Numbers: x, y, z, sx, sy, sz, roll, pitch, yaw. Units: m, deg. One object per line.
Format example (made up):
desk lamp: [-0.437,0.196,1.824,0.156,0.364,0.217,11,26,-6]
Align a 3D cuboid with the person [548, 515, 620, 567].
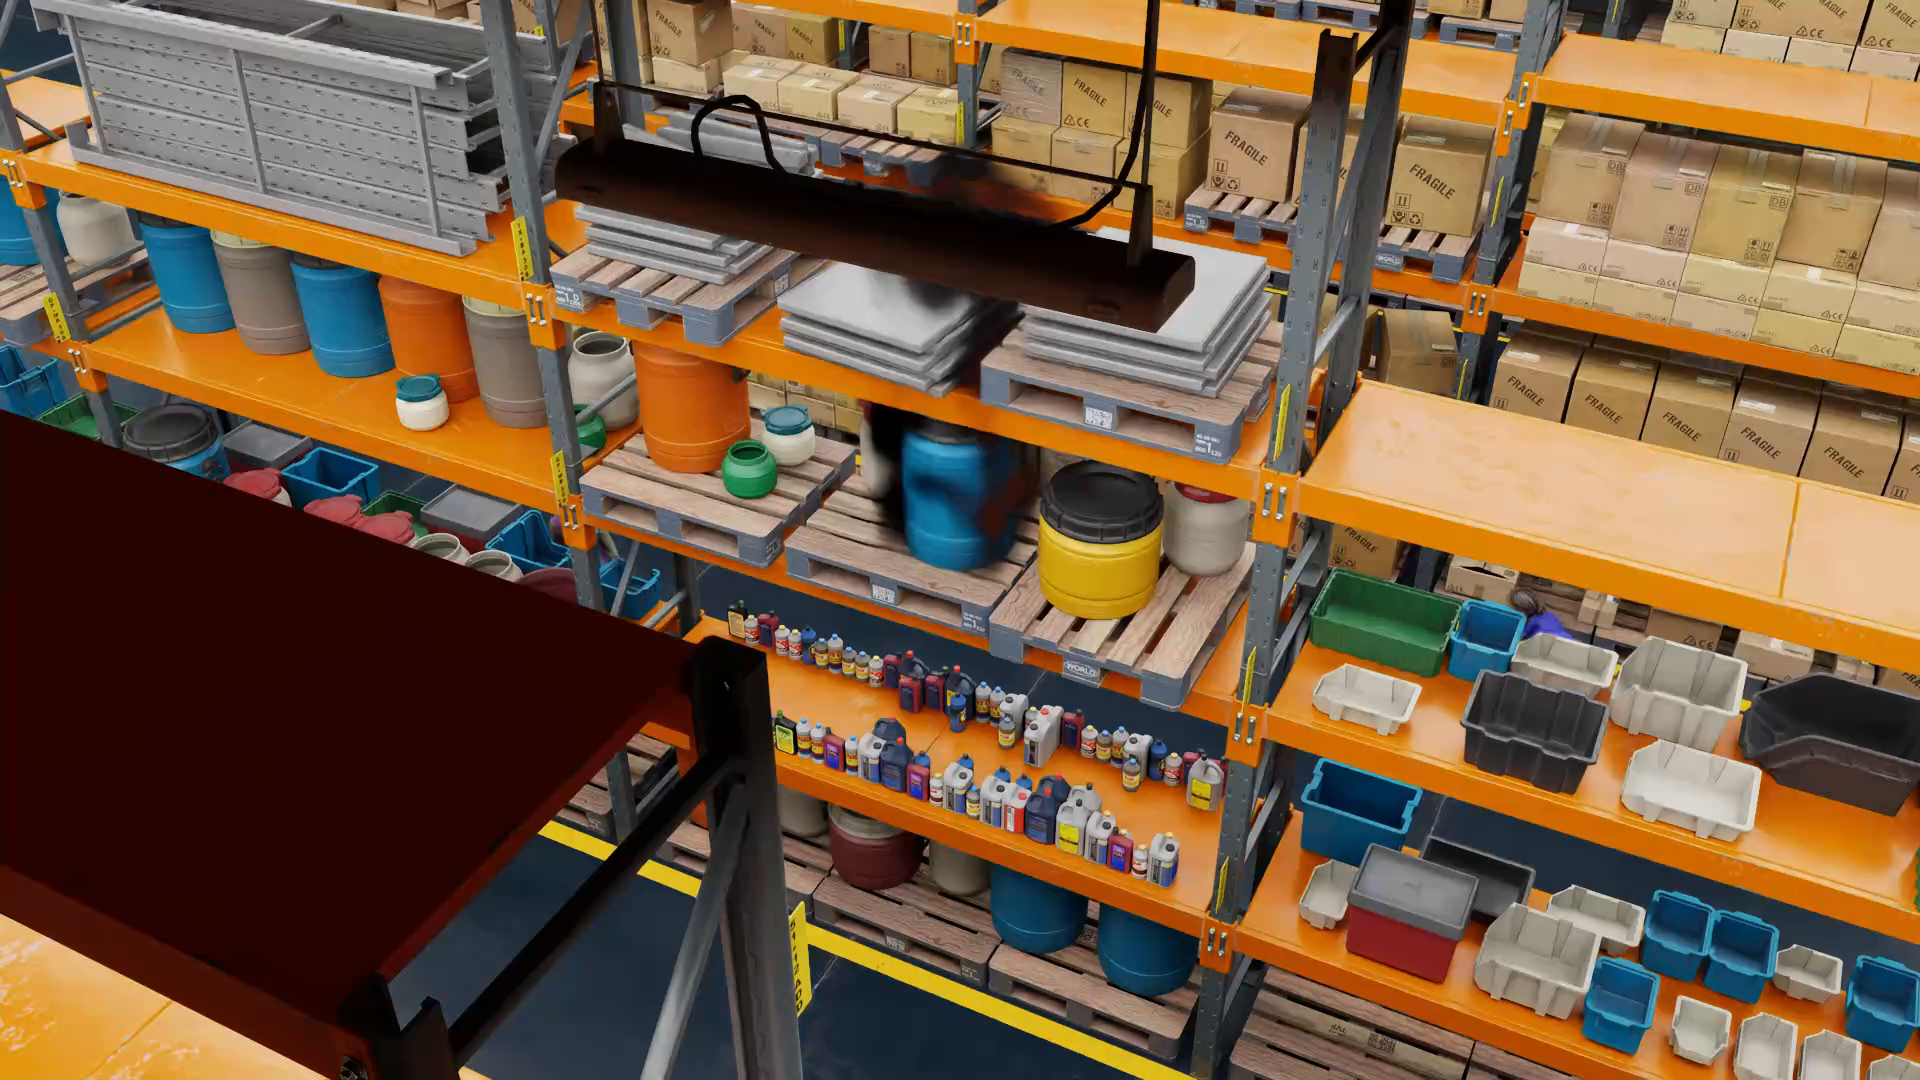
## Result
person: [-2.722,0.256,12.152,0.533,1.573,0.540,-23,41,-29]

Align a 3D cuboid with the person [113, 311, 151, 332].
person: [-7.985,-2.210,15.824,0.623,1.402,0.895,17,38,22]

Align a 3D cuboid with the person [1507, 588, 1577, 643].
person: [3.972,0.954,11.113,0.964,1.313,0.587,7,36,9]
